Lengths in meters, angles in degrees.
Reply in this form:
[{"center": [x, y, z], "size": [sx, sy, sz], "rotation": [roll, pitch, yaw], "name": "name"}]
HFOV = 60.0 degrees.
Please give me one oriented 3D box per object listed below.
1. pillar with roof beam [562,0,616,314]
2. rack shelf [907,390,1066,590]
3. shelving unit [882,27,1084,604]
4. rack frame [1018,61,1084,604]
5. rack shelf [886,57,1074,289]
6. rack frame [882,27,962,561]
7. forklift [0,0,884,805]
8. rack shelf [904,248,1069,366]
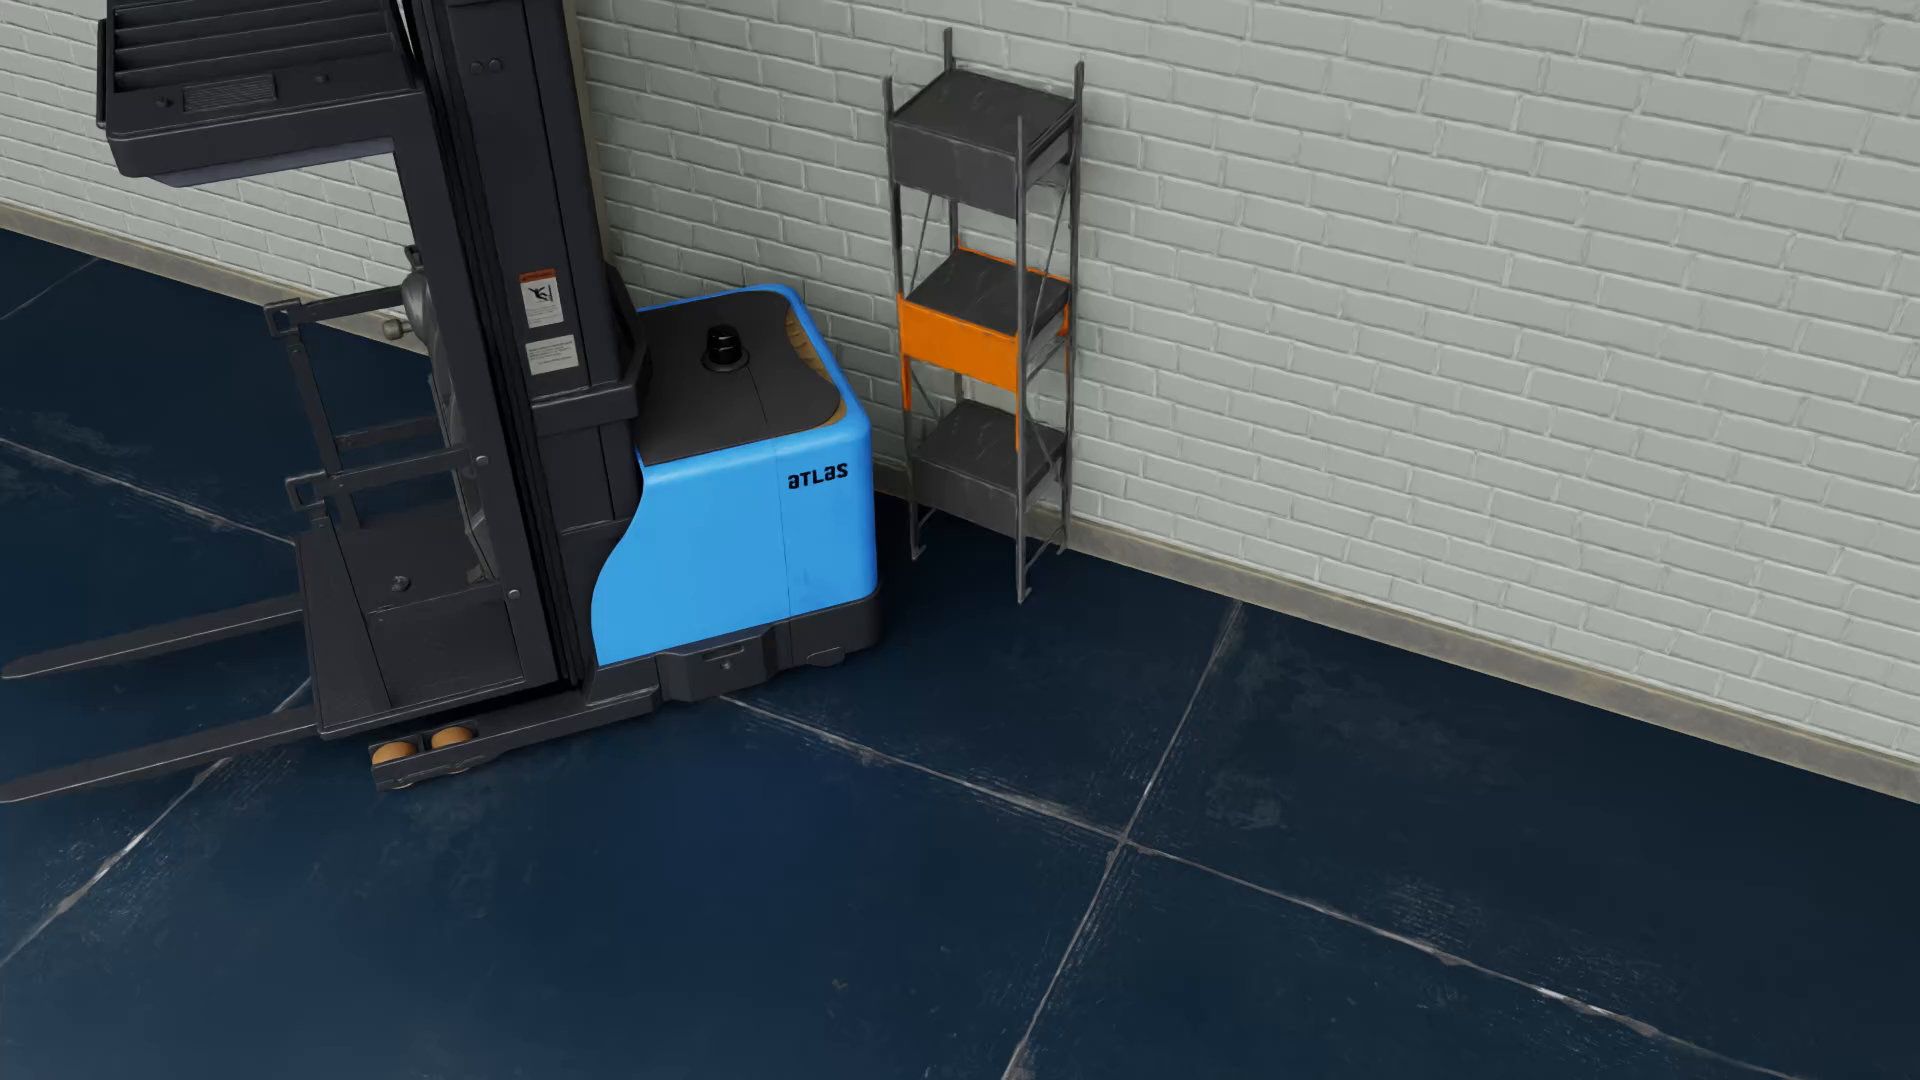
[{"center": [-3.491, -1.371, 1.461], "size": [0.400, 9.000, 9.100], "rotation": [17, 44, 19], "name": "pillar with roof beam"}, {"center": [0.117, -0.200, 6.449], "size": [0.480, 0.518, 0.431], "rotation": [22, 48, 23], "name": "rack shelf"}, {"center": [0.100, -0.716, 5.956], "size": [0.503, 2.100, 0.431], "rotation": [22, 48, 23], "name": "shelving unit"}, {"center": [0.309, -0.633, 5.862], "size": [0.015, 2.100, 0.400], "rotation": [22, 48, 23], "name": "rack frame"}, {"center": [0.083, -1.213, 5.483], "size": [0.480, 0.518, 0.431], "rotation": [22, 48, 23], "name": "rack shelf"}, {"center": [-0.109, -0.799, 6.051], "size": [0.015, 2.100, 0.400], "rotation": [22, 48, 23], "name": "rack frame"}, {"center": [-1.858, -0.640, 5.250], "size": [3.031, 2.935, 1.130], "rotation": [-14, 43, -16], "name": "forklift"}, {"center": [0.097, -0.805, 5.871], "size": [0.457, 0.174, 0.368], "rotation": [22, 48, 23], "name": "rack shelf"}]
